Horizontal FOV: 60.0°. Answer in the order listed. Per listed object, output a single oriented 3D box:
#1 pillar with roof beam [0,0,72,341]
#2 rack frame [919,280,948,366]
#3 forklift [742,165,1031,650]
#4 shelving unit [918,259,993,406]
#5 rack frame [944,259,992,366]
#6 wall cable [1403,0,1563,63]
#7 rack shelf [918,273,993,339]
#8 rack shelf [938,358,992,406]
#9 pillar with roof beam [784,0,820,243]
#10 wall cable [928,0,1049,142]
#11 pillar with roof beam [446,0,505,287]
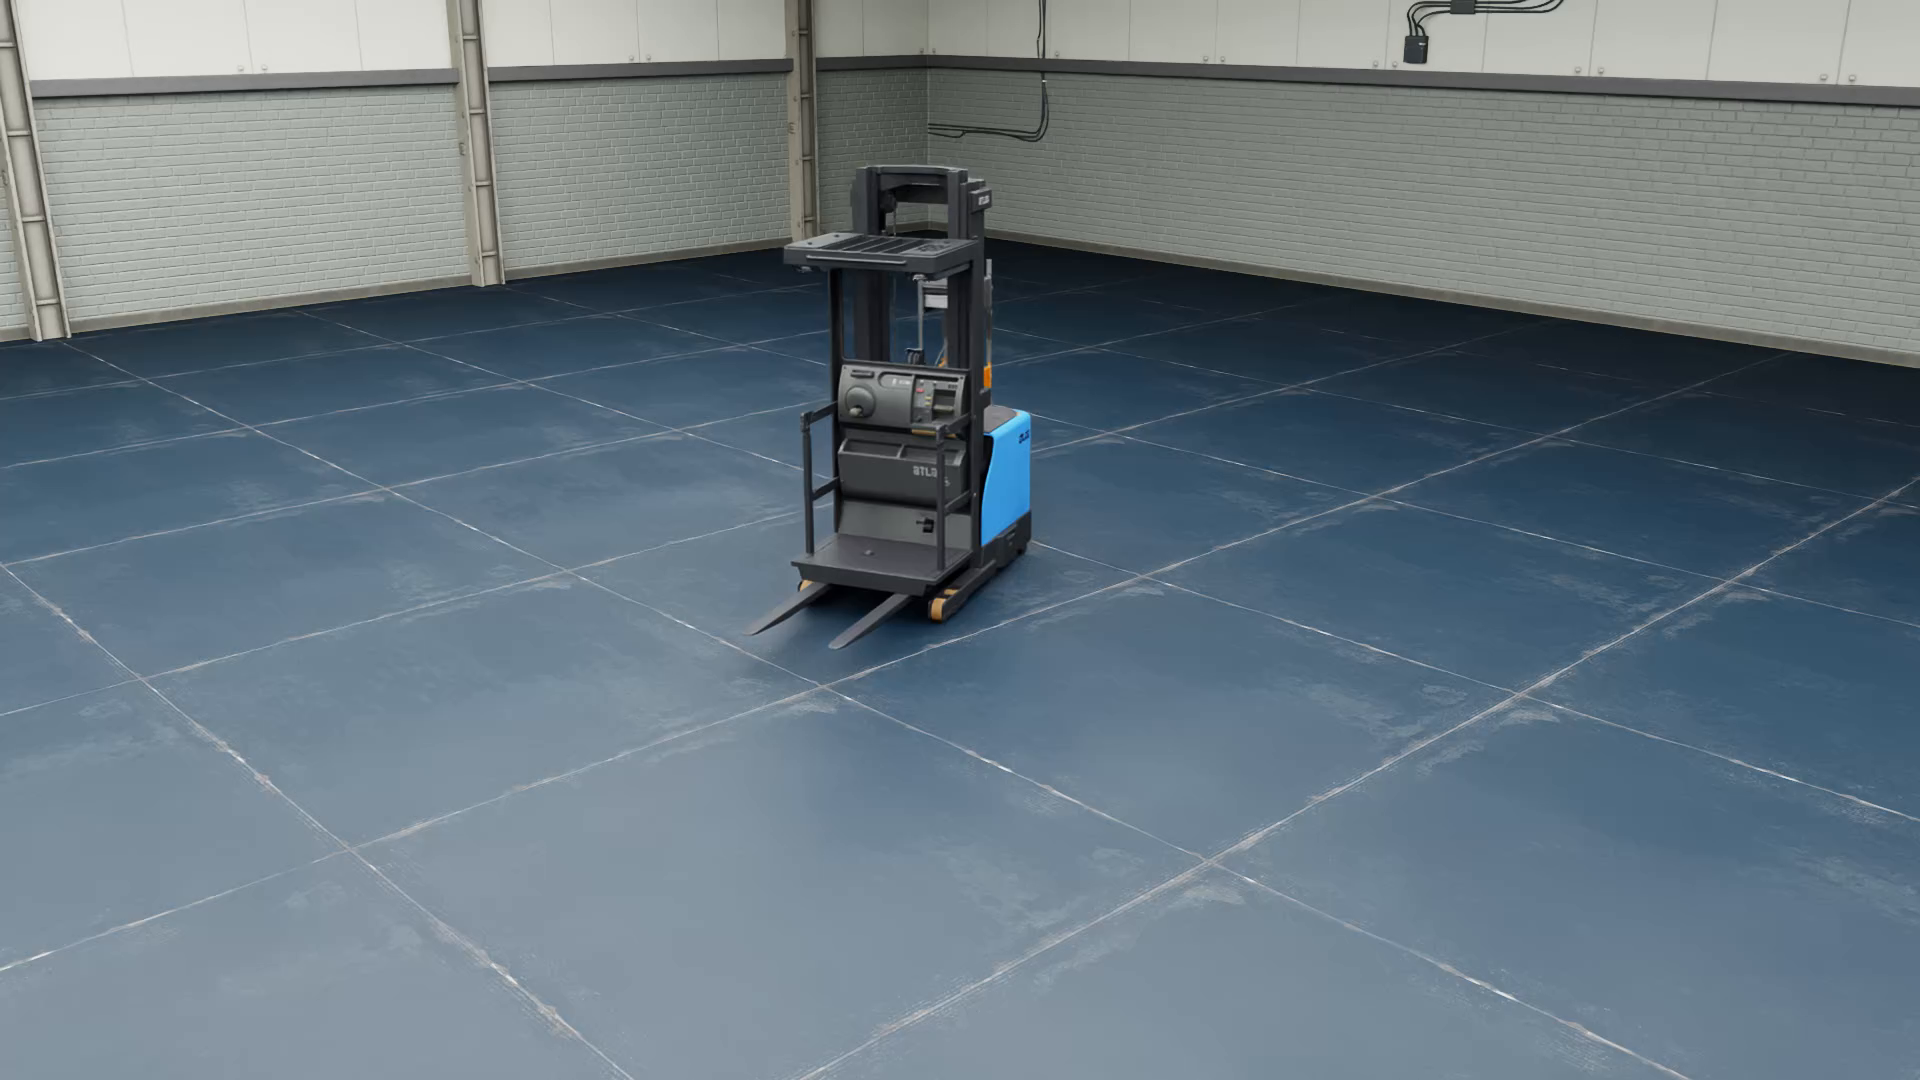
[{"bbox_3d":[-8.412,-5.849,16.434,0.400,9.000,9.100,-16,24,-41],"label":"pillar with roof beam"},{"bbox_3d":[-0.126,-1.056,12.838,0.400,2.100,0.015,7,19,21],"label":"rack frame"},{"bbox_3d":[-0.484,-0.984,11.268,1.130,2.935,3.031,7,19,21],"label":"forklift"},{"bbox_3d":[-0.035,-1.126,13.053,0.431,2.100,0.503,7,19,21],"label":"shelving unit"},{"bbox_3d":[0.057,-1.196,13.268,0.400,2.100,0.015,7,19,21],"label":"rack frame"},{"bbox_3d":[6.910,-9.171,21.167,0.169,6.003,2.305,-16,24,-41],"label":"wall cable"},{"bbox_3d":[-0.035,-1.779,12.841,0.431,0.518,0.480,7,19,21],"label":"rack shelf"},{"bbox_3d":[-0.035,-1.113,13.057,0.431,0.518,0.480,7,19,21],"label":"rack shelf"},{"bbox_3d":[0.308,-8.392,24.276,0.400,9.000,9.100,-16,24,-41],"label":"pillar with roof beam"},{"bbox_3d":[0.399,-8.207,28.742,0.112,2.526,3.097,-16,24,-41],"label":"wall cable"},{"bbox_3d":[-4.052,-7.120,20.355,0.400,9.000,9.100,-16,24,-41],"label":"pillar with roof beam"}]
